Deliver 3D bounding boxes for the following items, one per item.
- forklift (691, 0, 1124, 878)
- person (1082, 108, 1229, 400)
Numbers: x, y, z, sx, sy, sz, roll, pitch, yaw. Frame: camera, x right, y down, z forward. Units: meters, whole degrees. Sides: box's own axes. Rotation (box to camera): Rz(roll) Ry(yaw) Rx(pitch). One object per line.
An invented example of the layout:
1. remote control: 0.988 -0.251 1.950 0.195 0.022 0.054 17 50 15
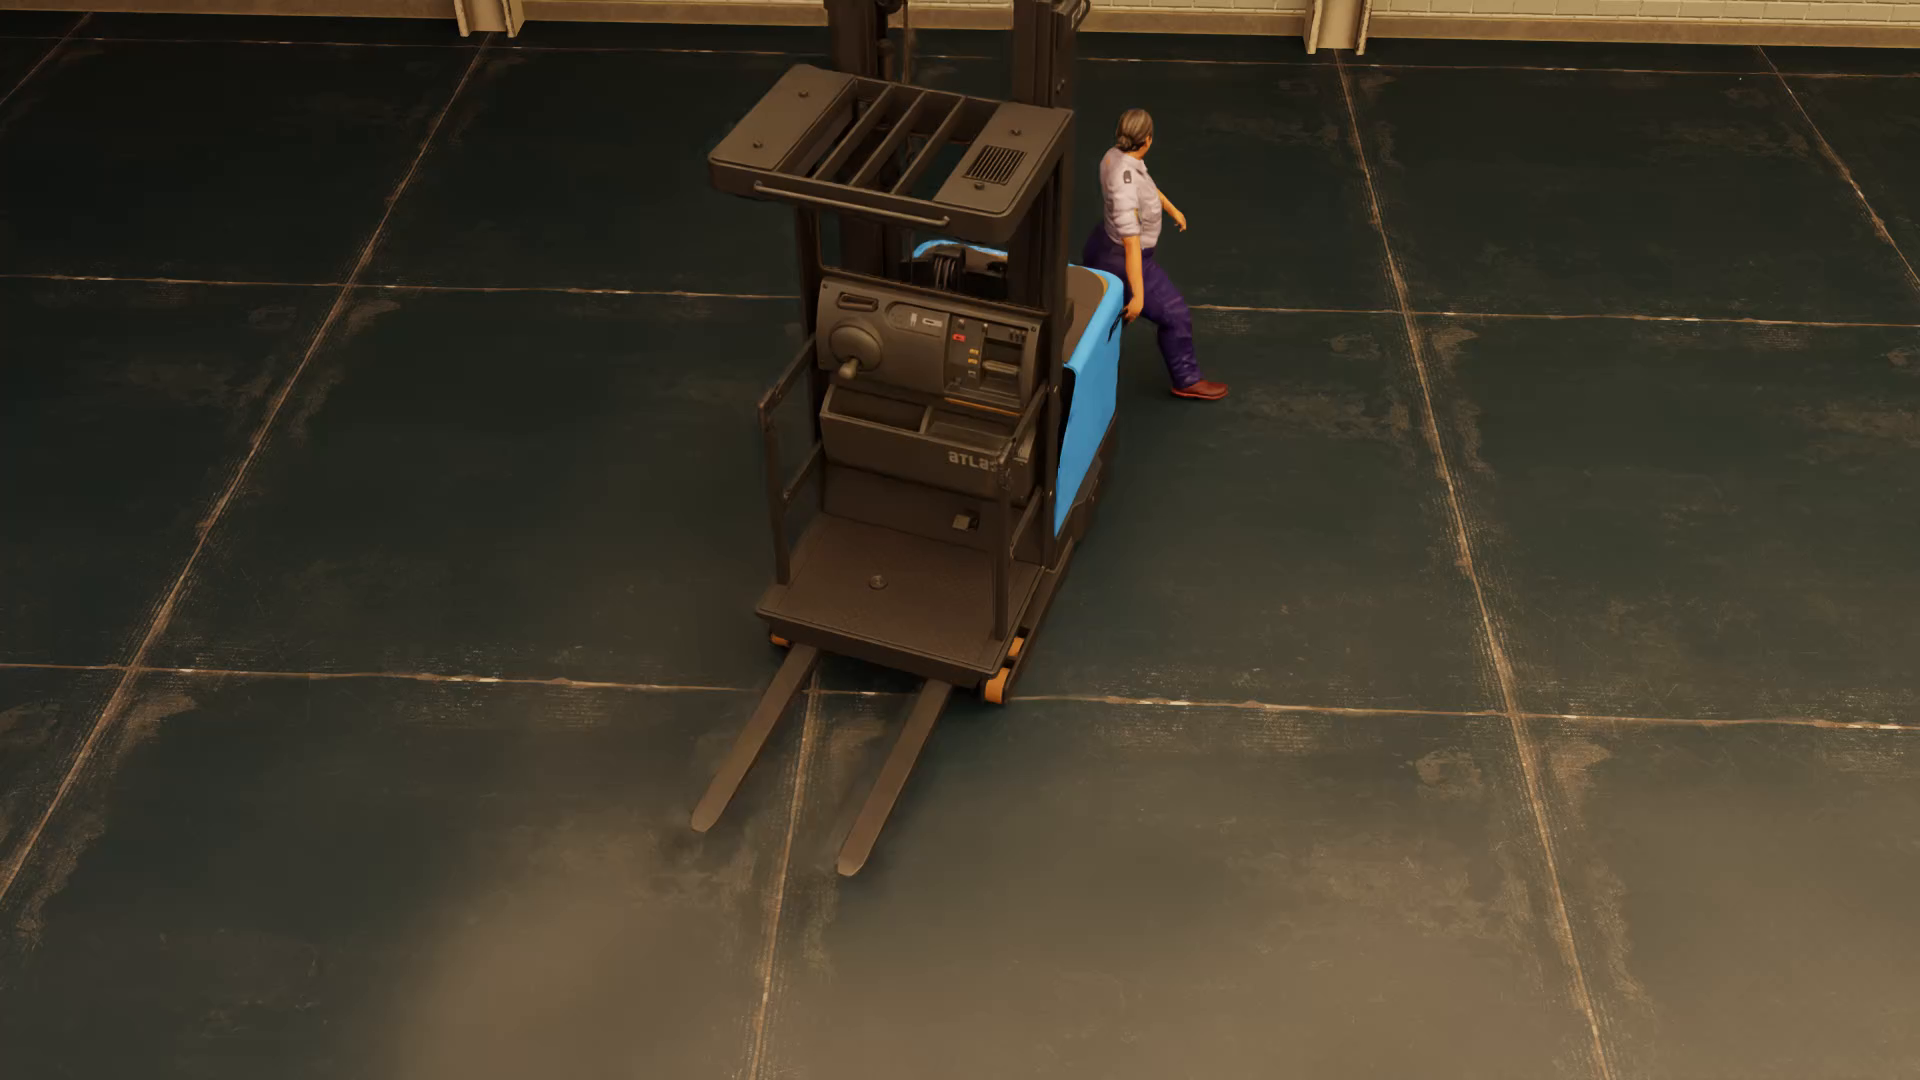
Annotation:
1. forklift: -0.206 -0.695 6.504 1.130 2.935 3.031 14 44 15
2. person: 0.978 -1.398 8.295 0.810 1.555 0.723 -9 43 -9
